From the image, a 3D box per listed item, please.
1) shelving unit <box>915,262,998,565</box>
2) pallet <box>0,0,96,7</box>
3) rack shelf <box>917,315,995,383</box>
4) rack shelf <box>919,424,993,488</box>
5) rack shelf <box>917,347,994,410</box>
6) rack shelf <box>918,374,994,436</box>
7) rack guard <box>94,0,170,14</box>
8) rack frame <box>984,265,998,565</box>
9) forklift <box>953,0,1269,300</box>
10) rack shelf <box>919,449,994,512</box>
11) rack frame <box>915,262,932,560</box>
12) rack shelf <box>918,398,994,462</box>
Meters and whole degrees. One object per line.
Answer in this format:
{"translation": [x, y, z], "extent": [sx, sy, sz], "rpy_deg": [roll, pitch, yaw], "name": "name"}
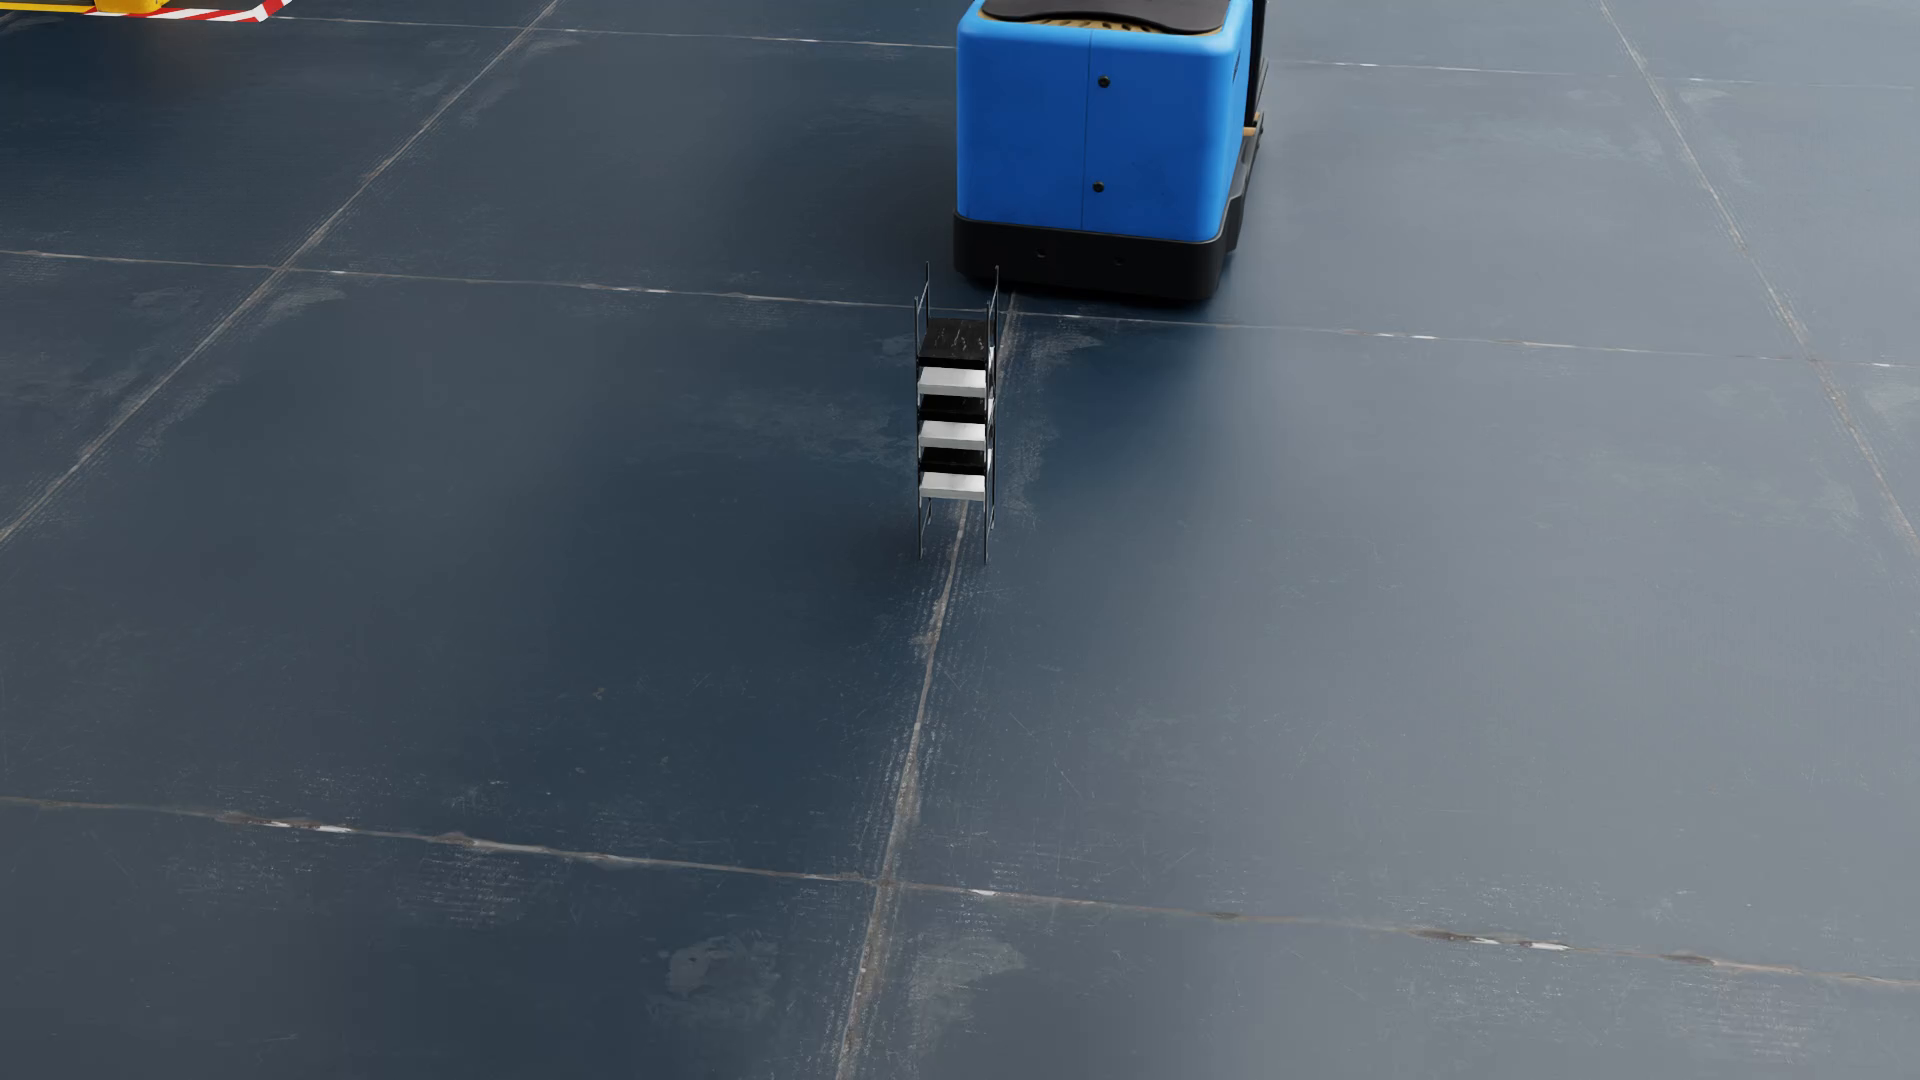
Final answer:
{"translation": [-0.008, -0.367, 4.989], "extent": [0.210, 0.900, 0.258], "rpy_deg": [4, 36, 6], "name": "shelving unit"}
{"translation": [-5.494, -3.476, 9.938], "extent": [1.213, 0.211, 1.003], "rpy_deg": [4, 36, 6], "name": "pallet"}
{"translation": [-0.008, -0.560, 4.852], "extent": [0.200, 0.077, 0.258], "rpy_deg": [4, 36, 6], "name": "rack shelf"}
{"translation": [-0.008, -0.267, 5.061], "extent": [0.200, 0.077, 0.258], "rpy_deg": [4, 36, 6], "name": "rack shelf"}
{"translation": [-0.008, -0.486, 4.904], "extent": [0.200, 0.077, 0.258], "rpy_deg": [4, 36, 6], "name": "rack shelf"}
{"translation": [-0.008, -0.413, 4.957], "extent": [0.200, 0.077, 0.258], "rpy_deg": [4, 36, 6], "name": "rack shelf"}
{"translation": [-4.689, -3.530, 9.766], "extent": [0.348, 0.500, 1.175], "rpy_deg": [4, 36, 6], "name": "rack guard"}
{"translation": [0.093, -0.359, 4.979], "extent": [0.006, 0.900, 0.240], "rpy_deg": [4, 36, 6], "name": "rack frame"}
{"translation": [0.814, -2.974, 6.894], "extent": [1.130, 2.935, 3.031], "rpy_deg": [8, 36, 11], "name": "forklift"}
{"translation": [-0.008, -0.193, 5.113], "extent": [0.200, 0.077, 0.258], "rpy_deg": [4, 36, 6], "name": "rack shelf"}
{"translation": [-0.109, -0.374, 5.000], "extent": [0.006, 0.900, 0.240], "rpy_deg": [4, 36, 6], "name": "rack frame"}
{"translation": [-0.008, -0.340, 5.009], "extent": [0.200, 0.077, 0.258], "rpy_deg": [4, 36, 6], "name": "rack shelf"}
